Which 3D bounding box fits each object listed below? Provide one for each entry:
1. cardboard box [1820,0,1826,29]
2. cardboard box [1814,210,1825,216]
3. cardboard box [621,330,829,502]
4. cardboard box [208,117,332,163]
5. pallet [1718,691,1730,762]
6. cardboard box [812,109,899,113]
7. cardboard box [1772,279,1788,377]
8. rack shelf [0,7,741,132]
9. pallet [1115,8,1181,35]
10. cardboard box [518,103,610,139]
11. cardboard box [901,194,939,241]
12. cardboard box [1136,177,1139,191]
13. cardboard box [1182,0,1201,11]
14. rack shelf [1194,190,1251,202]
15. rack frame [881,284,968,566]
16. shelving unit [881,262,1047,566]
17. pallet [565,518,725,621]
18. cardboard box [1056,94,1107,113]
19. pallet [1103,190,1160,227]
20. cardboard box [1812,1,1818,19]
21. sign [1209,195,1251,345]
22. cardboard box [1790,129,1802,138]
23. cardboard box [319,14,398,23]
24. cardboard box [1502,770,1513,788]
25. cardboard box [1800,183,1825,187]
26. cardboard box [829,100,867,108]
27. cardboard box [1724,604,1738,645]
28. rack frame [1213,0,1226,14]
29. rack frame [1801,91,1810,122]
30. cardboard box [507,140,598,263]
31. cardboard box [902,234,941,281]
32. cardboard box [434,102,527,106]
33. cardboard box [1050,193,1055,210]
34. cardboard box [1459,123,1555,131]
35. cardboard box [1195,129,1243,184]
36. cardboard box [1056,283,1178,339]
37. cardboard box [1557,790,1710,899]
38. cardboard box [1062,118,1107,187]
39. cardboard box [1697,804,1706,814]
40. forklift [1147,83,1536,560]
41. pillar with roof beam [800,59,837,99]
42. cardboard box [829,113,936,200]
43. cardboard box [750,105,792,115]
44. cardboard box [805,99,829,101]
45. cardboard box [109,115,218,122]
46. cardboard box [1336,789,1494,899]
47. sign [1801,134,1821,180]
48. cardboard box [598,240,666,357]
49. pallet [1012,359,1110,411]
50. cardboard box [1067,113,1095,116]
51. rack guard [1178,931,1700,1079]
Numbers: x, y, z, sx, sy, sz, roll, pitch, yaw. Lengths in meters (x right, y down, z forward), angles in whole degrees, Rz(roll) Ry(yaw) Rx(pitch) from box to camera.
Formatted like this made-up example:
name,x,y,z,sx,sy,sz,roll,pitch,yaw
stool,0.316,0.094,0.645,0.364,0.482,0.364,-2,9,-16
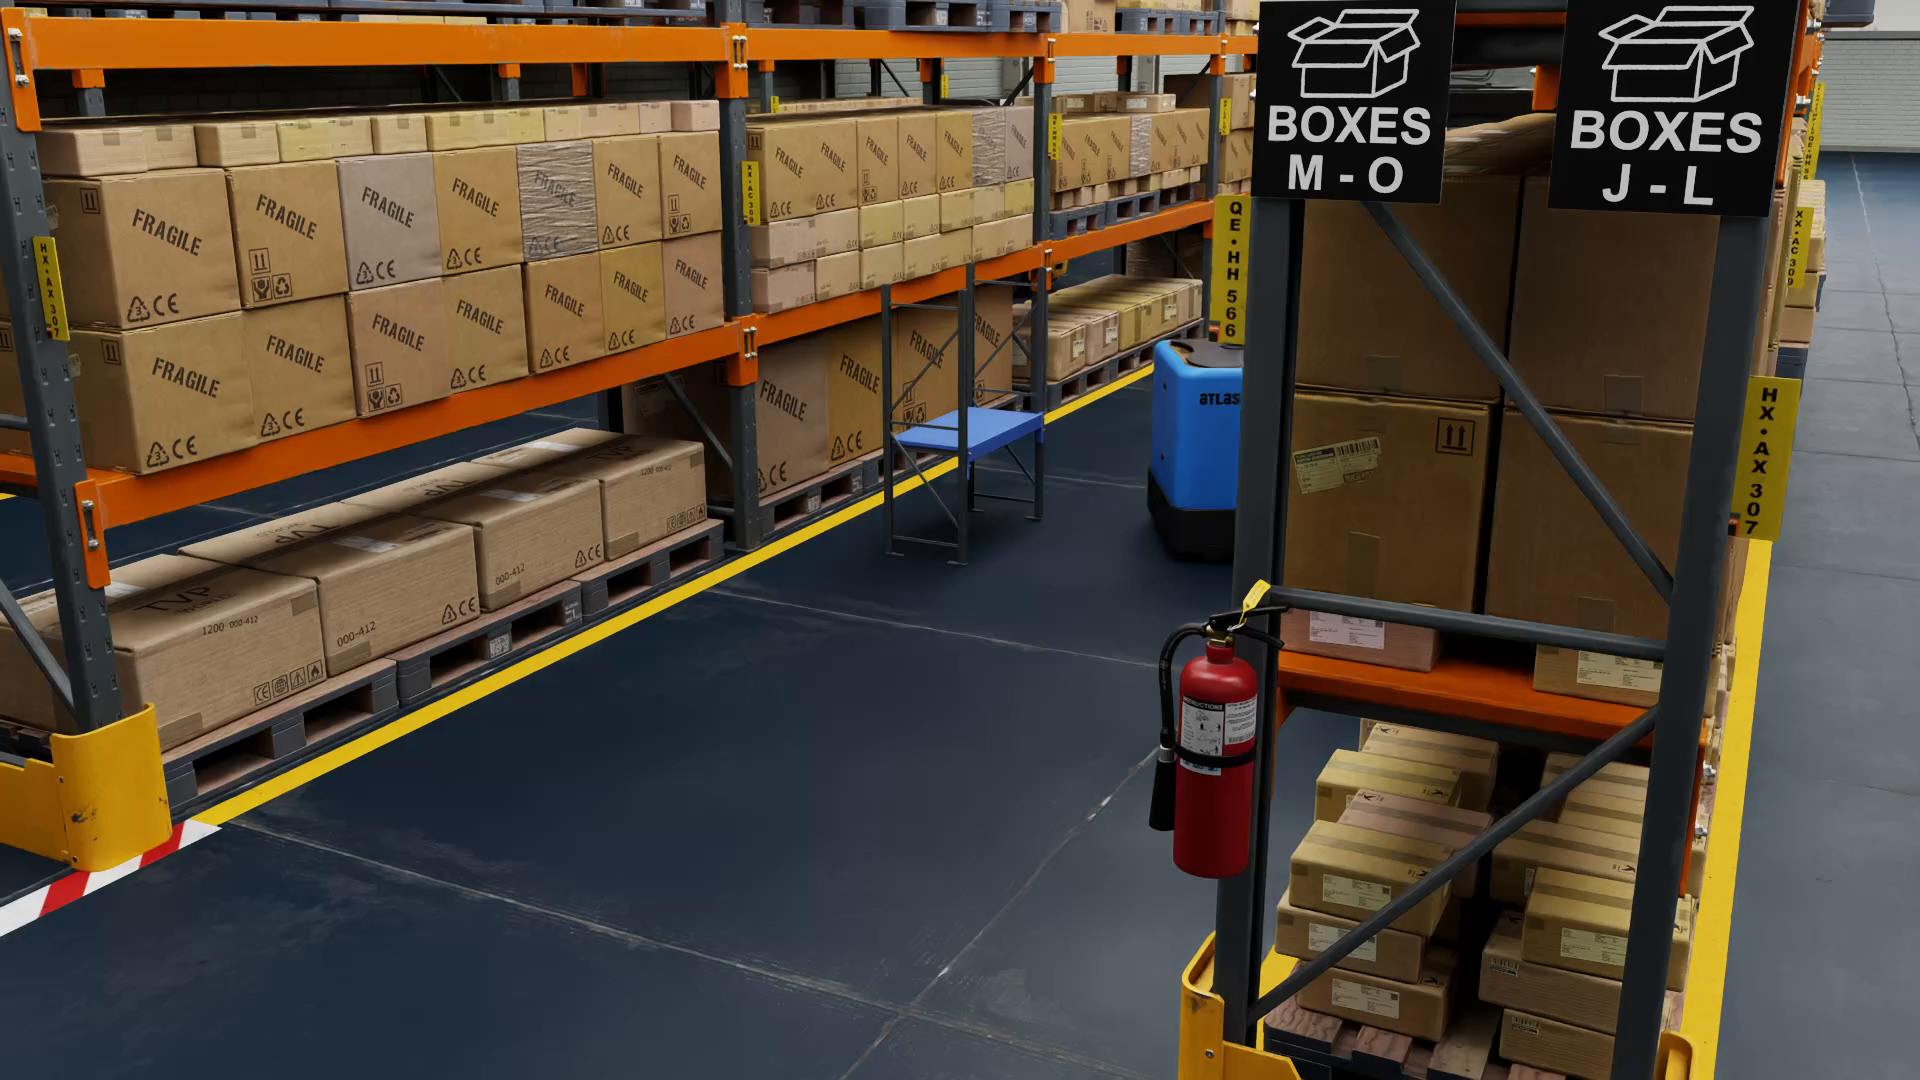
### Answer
name,x,y,z,sx,sy,sz,roll,pitch,yaw
cardboard box,4.427,-3.030,9.013,0.500,0.500,0.500,8,18,25
cardboard box,3.930,-1.505,7.983,0.380,0.149,0.250,8,18,25
cardboard box,-1.389,-0.787,9.900,0.875,0.875,0.875,9,19,27
cardboard box,-2.602,-1.507,6.260,0.380,0.149,0.250,7,18,24
pallet,2.611,0.680,6.863,1.003,0.211,1.213,8,18,25
cardboard box,-0.704,-2.630,11.180,0.500,0.500,0.500,9,19,27
cardboard box,2.683,-0.731,6.020,0.500,0.500,0.500,8,18,24
rack shelf,-2.488,-2.020,7.051,1.077,0.370,4.000,8,18,25
pallet,1.149,-4.413,14.177,1.213,0.211,1.003,8,18,25
cardboard box,-1.879,-1.973,7.827,0.380,0.149,0.250,8,18,25
cardboard box,-0.464,-2.071,10.613,0.500,0.250,0.500,7,18,24
cardboard box,1.319,-3.076,14.317,0.380,0.149,0.250,7,18,23
cardboard box,1.849,-4.874,14.923,0.500,0.250,0.500,8,18,24
rack shelf,2.874,-3.638,17.769,1.077,0.370,4.000,8,18,25
rack frame,-0.189,-0.611,8.948,0.500,1.500,0.032,8,18,25
shelving unit,0.038,-0.741,9.384,0.538,1.500,1.048,8,18,25
pallet,-2.004,0.084,8.869,1.003,0.211,1.213,8,18,25
cardboard box,1.061,-3.812,14.515,0.380,0.149,0.250,9,19,28
pallet,1.041,-2.872,14.264,1.003,0.211,1.213,8,18,25
cardboard box,2.668,-1.913,5.692,0.500,0.250,0.500,8,18,25
sign,0.604,-0.595,3.672,0.100,0.325,0.005,8,18,25
cardboard box,2.444,-1.087,5.461,0.500,0.500,0.500,9,19,27
cardboard box,-4.709,-4.034,12.834,0.500,0.250,0.500,8,18,25
cardboard box,1.657,0.852,5.656,0.380,0.149,0.250,8,19,26
cardboard box,4.744,-1.970,9.548,0.380,0.149,0.250,8,18,25
cardboard box,-1.326,-5.115,19.641,0.380,0.149,0.250,8,18,26
cardboard box,1.775,0.135,4.244,0.380,0.149,0.250,8,18,24
rack frame,1.981,-6.350,15.097,1.000,3.000,0.127,8,18,25
rack frame,4.667,-1.851,10.488,1.000,3.000,0.127,8,18,25
cardboard box,-2.011,-1.549,7.539,0.500,0.500,0.500,8,18,26
cardboard box,-0.457,-1.829,10.678,0.500,0.250,0.500,8,18,24
cardboard box,-2.310,-2.033,8.032,0.380,0.149,0.250,8,18,25
cardboard box,0.505,-2.595,12.696,0.380,0.149,0.250,7,18,22
cardboard box,1.989,-1.159,5.706,0.500,0.500,0.500,8,19,26
cardboard box,2.427,-3.741,16.153,0.500,0.500,0.500,8,18,25
cardboard box,1.430,-2.098,15.197,0.950,0.372,0.625,9,19,29
cardboard box,1.873,0.843,4.641,0.380,0.149,0.250,8,18,25
cardboard box,0.828,-3.066,13.142,0.500,0.500,0.500,9,19,28
cardboard box,2.191,0.938,5.369,0.380,0.149,0.250,7,18,23
forklift,2.646,-1.428,9.184,3.031,2.935,1.130,0,17,-2
pillar with roof beam,2.060,-7.389,18.596,9.100,9.000,0.400,8,18,25
cardboard box,-0.486,-2.432,10.512,0.500,0.500,0.500,8,18,24
cardboard box,-2.054,-4.649,18.072,0.380,0.149,0.250,9,19,26
cardboard box,-1.732,-5.176,19.845,0.380,0.149,0.250,8,18,26
cardboard box,-3.119,-1.575,6.489,0.380,0.149,0.250,9,19,27
cardboard box,1.265,0.843,4.642,0.380,0.149,0.250,8,19,26
sign,5.156,-2.301,10.110,0.100,0.325,0.005,8,18,25
cardboard box,-1.798,-1.202,8.126,0.500,0.500,0.500,8,18,24
pallet,0.544,-1.317,13.588,1.003,0.211,1.213,8,18,25
cardboard box,0.838,-3.399,14.263,0.500,0.500,0.500,7,18,23
rack guard,1.126,1.366,4.048,1.175,0.500,0.348,8,18,25
